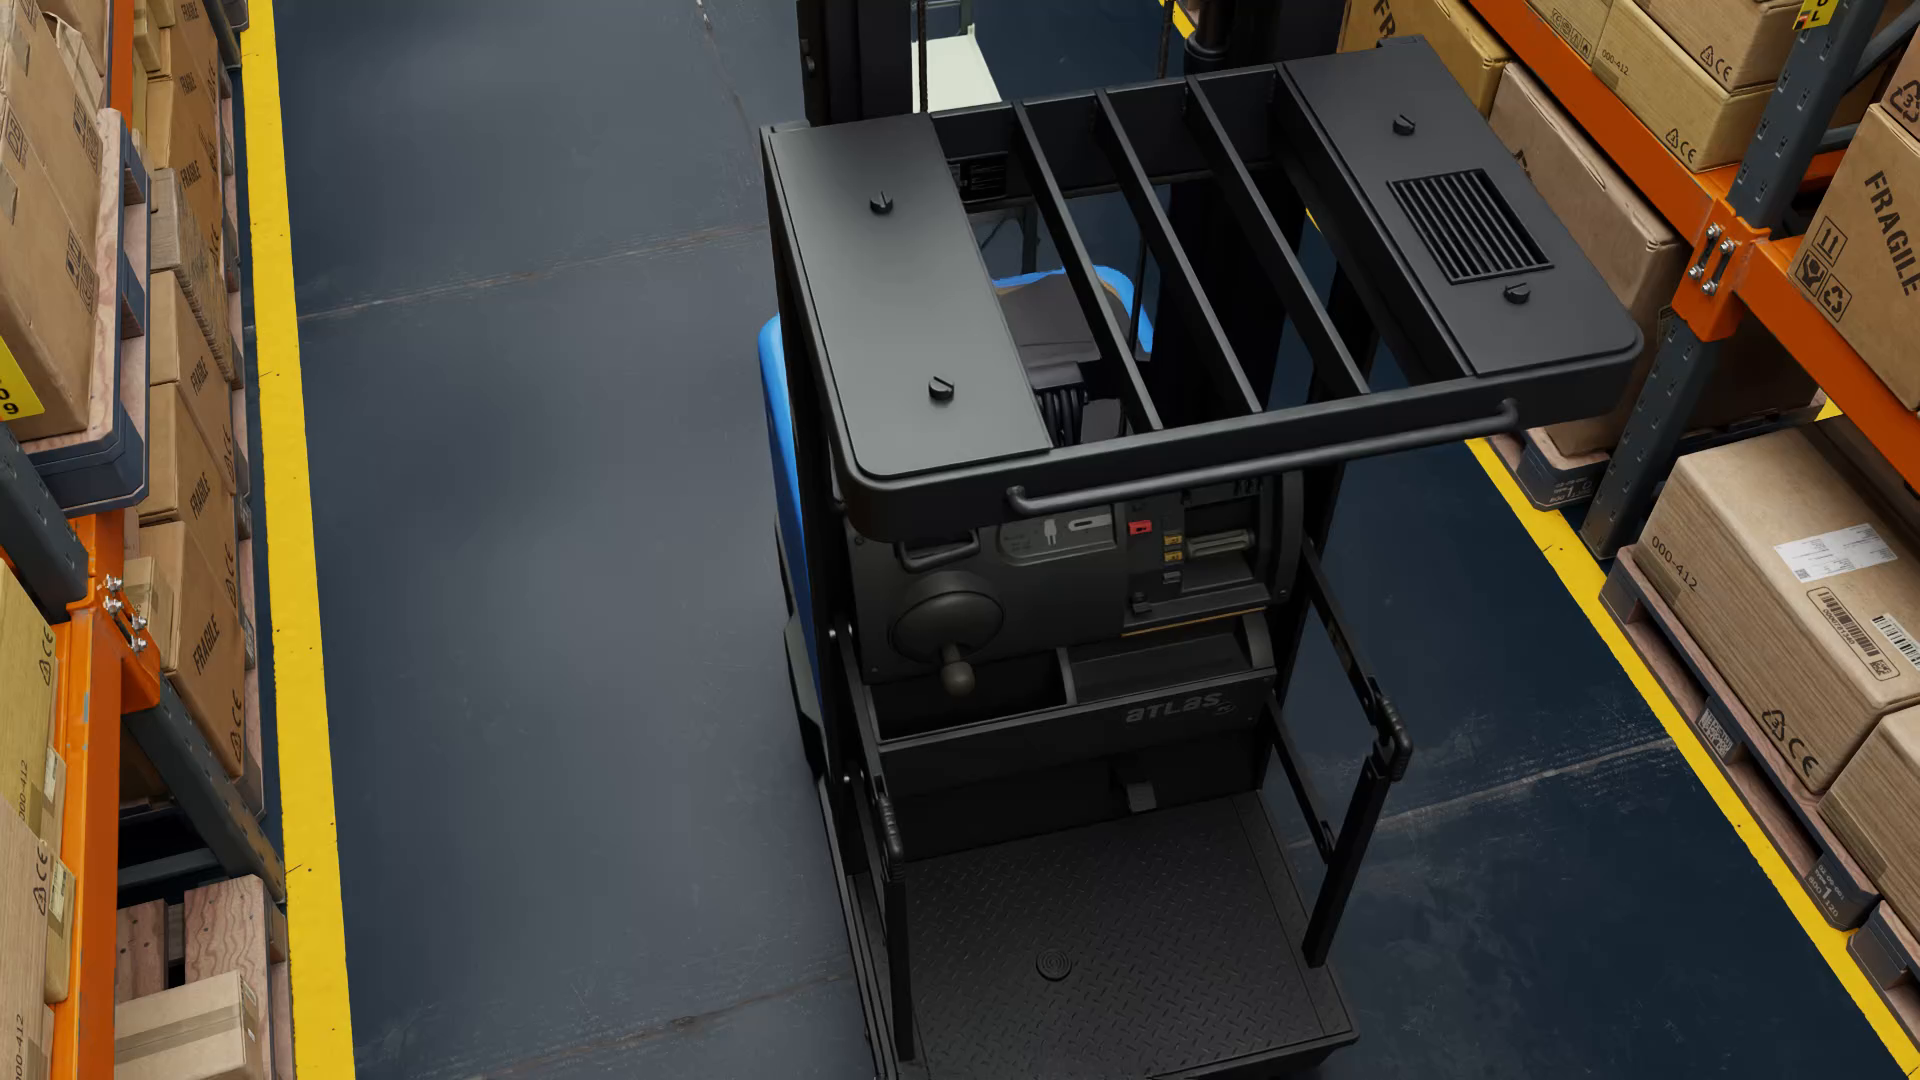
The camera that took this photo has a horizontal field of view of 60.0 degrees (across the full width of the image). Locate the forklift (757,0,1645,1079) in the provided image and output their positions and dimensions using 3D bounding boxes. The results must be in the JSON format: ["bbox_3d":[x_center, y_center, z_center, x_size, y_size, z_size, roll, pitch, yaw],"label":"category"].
[{"bbox_3d":[0.292,0.167,3.192,1.130,2.935,3.031,-10,51,-9],"label":"forklift"}]

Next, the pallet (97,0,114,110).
[{"bbox_3d":[-2.894,-1.369,4.568,1.003,0.211,1.213,-13,51,-11],"label":"pallet"}]

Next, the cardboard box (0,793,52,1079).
[{"bbox_3d":[-1.744,0.703,2.599,0.500,0.250,0.500,-13,51,-11],"label":"cardboard box"}]

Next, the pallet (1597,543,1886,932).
[{"bbox_3d":[2.600,0.418,4.759,1.003,0.211,1.213,-13,51,-11],"label":"pallet"}]

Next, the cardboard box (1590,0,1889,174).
[{"bbox_3d":[2.077,-1.276,4.462,0.500,0.250,0.500,-14,51,-12],"label":"cardboard box"}]

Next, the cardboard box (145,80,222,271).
[{"bbox_3d":[-2.847,-1.170,5.635,0.500,0.500,0.500,-11,51,-9],"label":"cardboard box"}]

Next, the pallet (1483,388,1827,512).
[{"bbox_3d":[2.150,-0.701,5.703,1.003,0.211,1.213,-13,51,-11],"label":"pallet"}]

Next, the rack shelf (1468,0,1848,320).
[{"bbox_3d":[1.859,-2.282,5.683,1.077,0.370,4.000,-13,51,-11],"label":"rack shelf"}]

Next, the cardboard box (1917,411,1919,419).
[{"bbox_3d":[2.484,-0.315,3.489,0.500,0.500,0.500,-13,51,-11],"label":"cardboard box"}]

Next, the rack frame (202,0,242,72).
[{"bbox_3d":[-3.473,-2.850,5.691,1.000,3.000,0.127,-13,51,-11],"label":"rack frame"}]

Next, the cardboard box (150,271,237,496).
[{"bbox_3d":[-2.529,-0.414,4.998,0.500,0.500,0.500,-15,51,-12],"label":"cardboard box"}]

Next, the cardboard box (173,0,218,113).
[{"bbox_3d":[-3.143,-1.919,6.266,0.500,0.500,0.500,-12,51,-10],"label":"cardboard box"}]

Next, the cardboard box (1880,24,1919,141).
[{"bbox_3d":[2.360,-1.005,3.416,0.500,0.500,0.500,-13,51,-11],"label":"cardboard box"}]

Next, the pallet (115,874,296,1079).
[{"bbox_3d":[-2.088,1.472,3.871,1.003,0.211,1.213,-13,51,-11],"label":"pallet"}]

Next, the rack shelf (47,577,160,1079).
[{"bbox_3d":[-1.699,1.764,2.271,1.077,0.370,4.000,-13,51,-11],"label":"rack shelf"}]

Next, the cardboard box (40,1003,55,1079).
[{"bbox_3d":[-1.705,0.896,2.697,0.380,0.149,0.250,-12,51,-10],"label":"cardboard box"}]

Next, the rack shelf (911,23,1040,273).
[{"bbox_3d":[-0.077,-1.059,4.651,0.431,0.370,0.720,-10,51,-9],"label":"rack shelf"}]

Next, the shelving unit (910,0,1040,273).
[{"bbox_3d":[-0.077,-0.807,4.950,0.431,1.500,0.755,-10,51,-9],"label":"shelving unit"}]

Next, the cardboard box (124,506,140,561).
[{"bbox_3d":[-2.298,0.026,4.202,0.380,0.149,0.250,-15,51,-12],"label":"cardboard box"}]

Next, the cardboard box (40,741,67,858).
[{"bbox_3d":[-1.857,0.514,3.019,0.380,0.149,0.250,-12,51,-10],"label":"cardboard box"}]

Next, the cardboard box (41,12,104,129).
[{"bbox_3d":[-2.335,-1.122,4.047,0.396,0.266,0.258,-11,51,-9],"label":"cardboard box"}]

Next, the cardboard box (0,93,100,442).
[{"bbox_3d":[-2.220,-0.500,3.369,0.700,0.500,0.500,-12,51,-10],"label":"cardboard box"}]

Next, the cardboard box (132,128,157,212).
[{"bbox_3d":[-2.720,-1.110,5.160,0.380,0.149,0.250,-16,52,-13],"label":"cardboard box"}]

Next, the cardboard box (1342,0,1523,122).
[{"bbox_3d":[1.916,-1.597,5.749,0.875,0.875,0.875,-12,51,-10],"label":"cardboard box"}]

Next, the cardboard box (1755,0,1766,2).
[{"bbox_3d":[2.078,-1.677,3.983,0.500,0.500,0.500,-12,51,-10],"label":"cardboard box"}]

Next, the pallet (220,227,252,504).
[{"bbox_3d":[-2.931,-0.508,5.540,1.003,0.211,1.213,-13,51,-11],"label":"pallet"}]

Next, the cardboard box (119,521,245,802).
[{"bbox_3d":[-2.218,0.338,4.364,0.500,0.500,0.500,-11,51,-9],"label":"cardboard box"}]

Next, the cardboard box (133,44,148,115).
[{"bbox_3d":[-2.904,-1.487,5.478,0.380,0.149,0.250,-12,51,-10],"label":"cardboard box"}]

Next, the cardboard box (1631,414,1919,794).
[{"bbox_3d":[2.533,0.120,4.588,0.875,0.438,0.875,-14,51,-12],"label":"cardboard box"}]

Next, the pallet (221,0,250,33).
[{"bbox_3d":[-3.679,-2.561,7.271,1.003,0.211,1.213,-13,51,-11],"label":"pallet"}]

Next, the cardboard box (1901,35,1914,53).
[{"bbox_3d":[2.590,-1.551,4.367,0.500,0.250,0.500,-15,51,-12],"label":"cardboard box"}]

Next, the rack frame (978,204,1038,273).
[{"bbox_3d":[0.008,-0.535,4.720,0.400,1.500,0.023,-10,51,-9],"label":"rack frame"}]

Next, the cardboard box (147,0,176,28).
[{"bbox_3d":[-2.975,-1.893,5.820,0.380,0.149,0.250,-16,52,-13],"label":"cardboard box"}]

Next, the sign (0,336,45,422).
[{"bbox_3d":[-1.774,-0.336,3.005,0.100,0.325,0.005,-13,51,-11],"label":"sign"}]

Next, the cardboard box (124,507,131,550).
[{"bbox_3d":[-2.265,-0.064,4.084,0.380,0.149,0.250,-16,52,-13],"label":"cardboard box"}]
